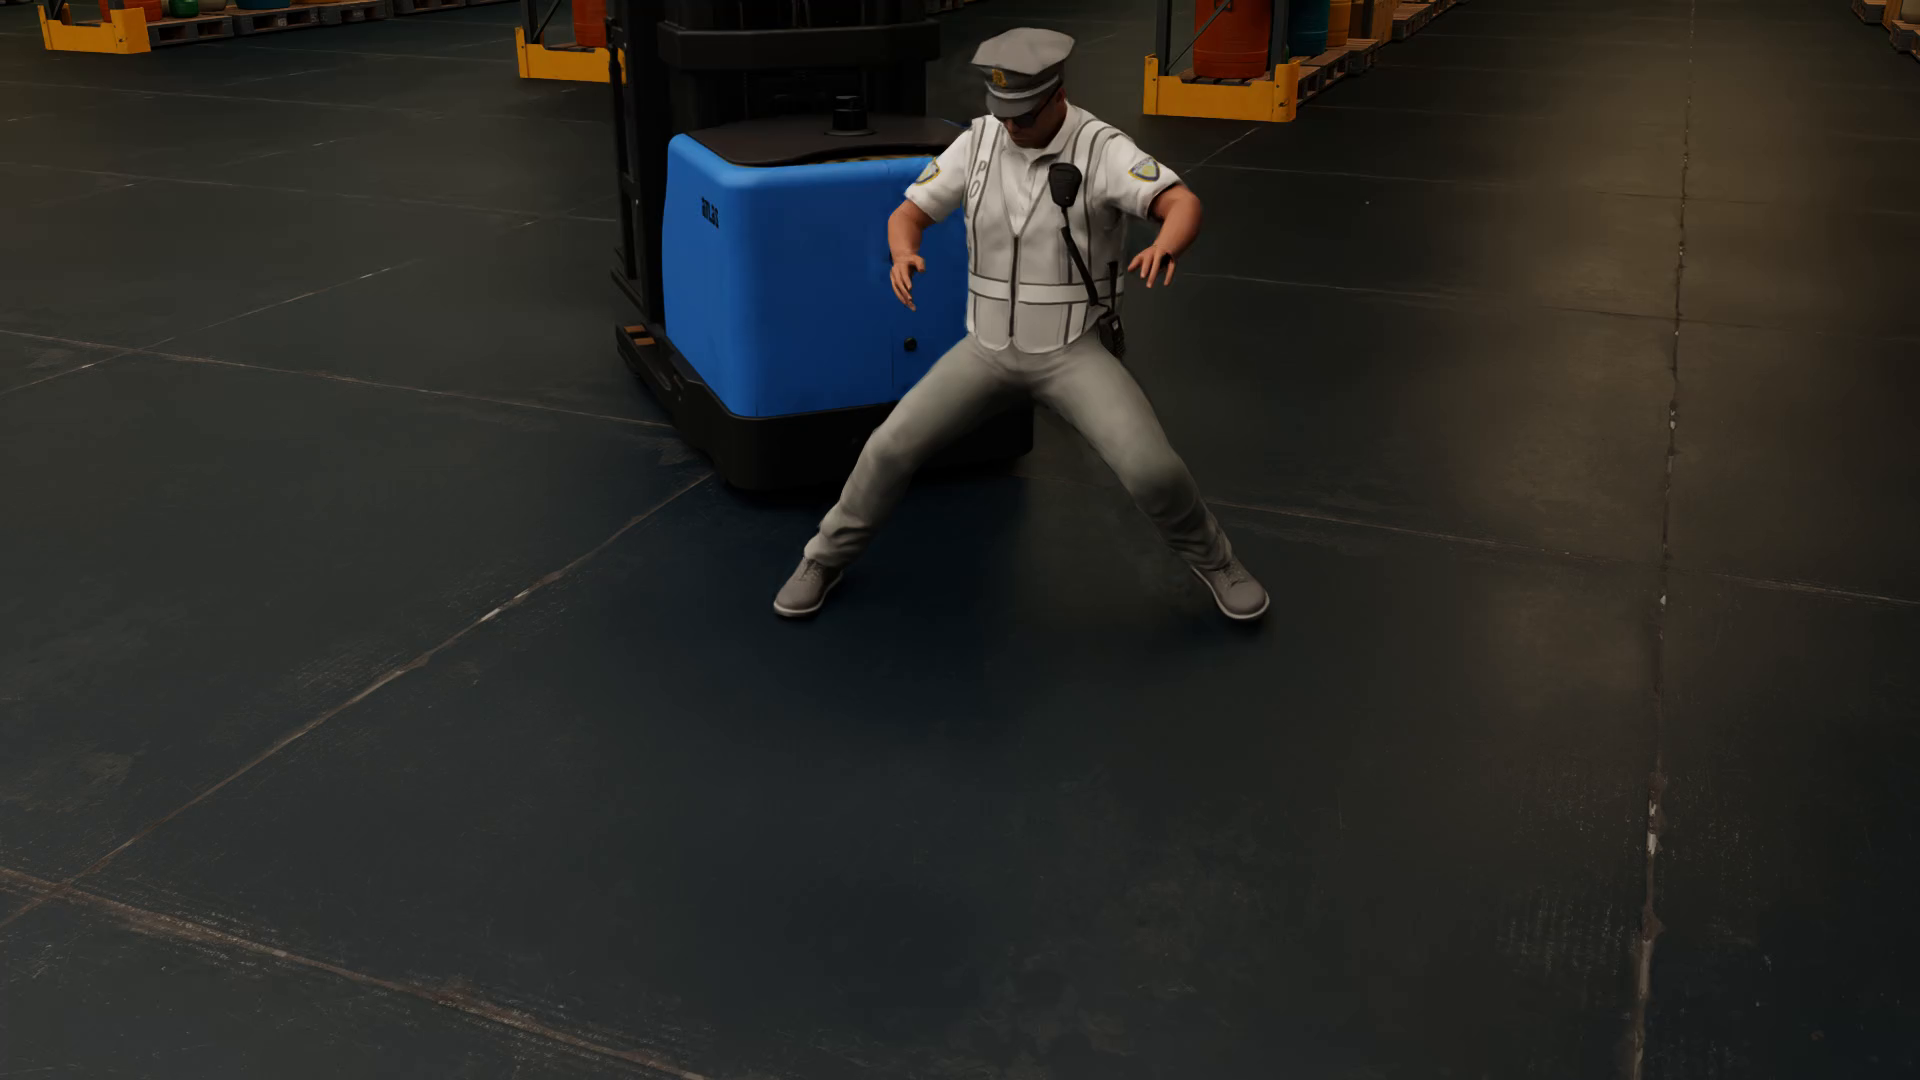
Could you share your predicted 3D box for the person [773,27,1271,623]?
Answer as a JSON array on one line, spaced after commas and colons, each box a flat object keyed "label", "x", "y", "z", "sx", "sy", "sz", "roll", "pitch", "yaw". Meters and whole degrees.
[{"label": "person", "x": 0.183, "y": -0.518, "z": 4.332, "sx": 1.282, "sy": 1.538, "sz": 0.746, "roll": 11, "pitch": 25, "yaw": 24}]

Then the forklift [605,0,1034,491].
[{"label": "forklift", "x": -0.762, "y": -2.046, "z": 6.188, "sx": 1.130, "sy": 2.935, "sz": 3.031, "roll": -9, "pitch": 24, "yaw": -20}]
